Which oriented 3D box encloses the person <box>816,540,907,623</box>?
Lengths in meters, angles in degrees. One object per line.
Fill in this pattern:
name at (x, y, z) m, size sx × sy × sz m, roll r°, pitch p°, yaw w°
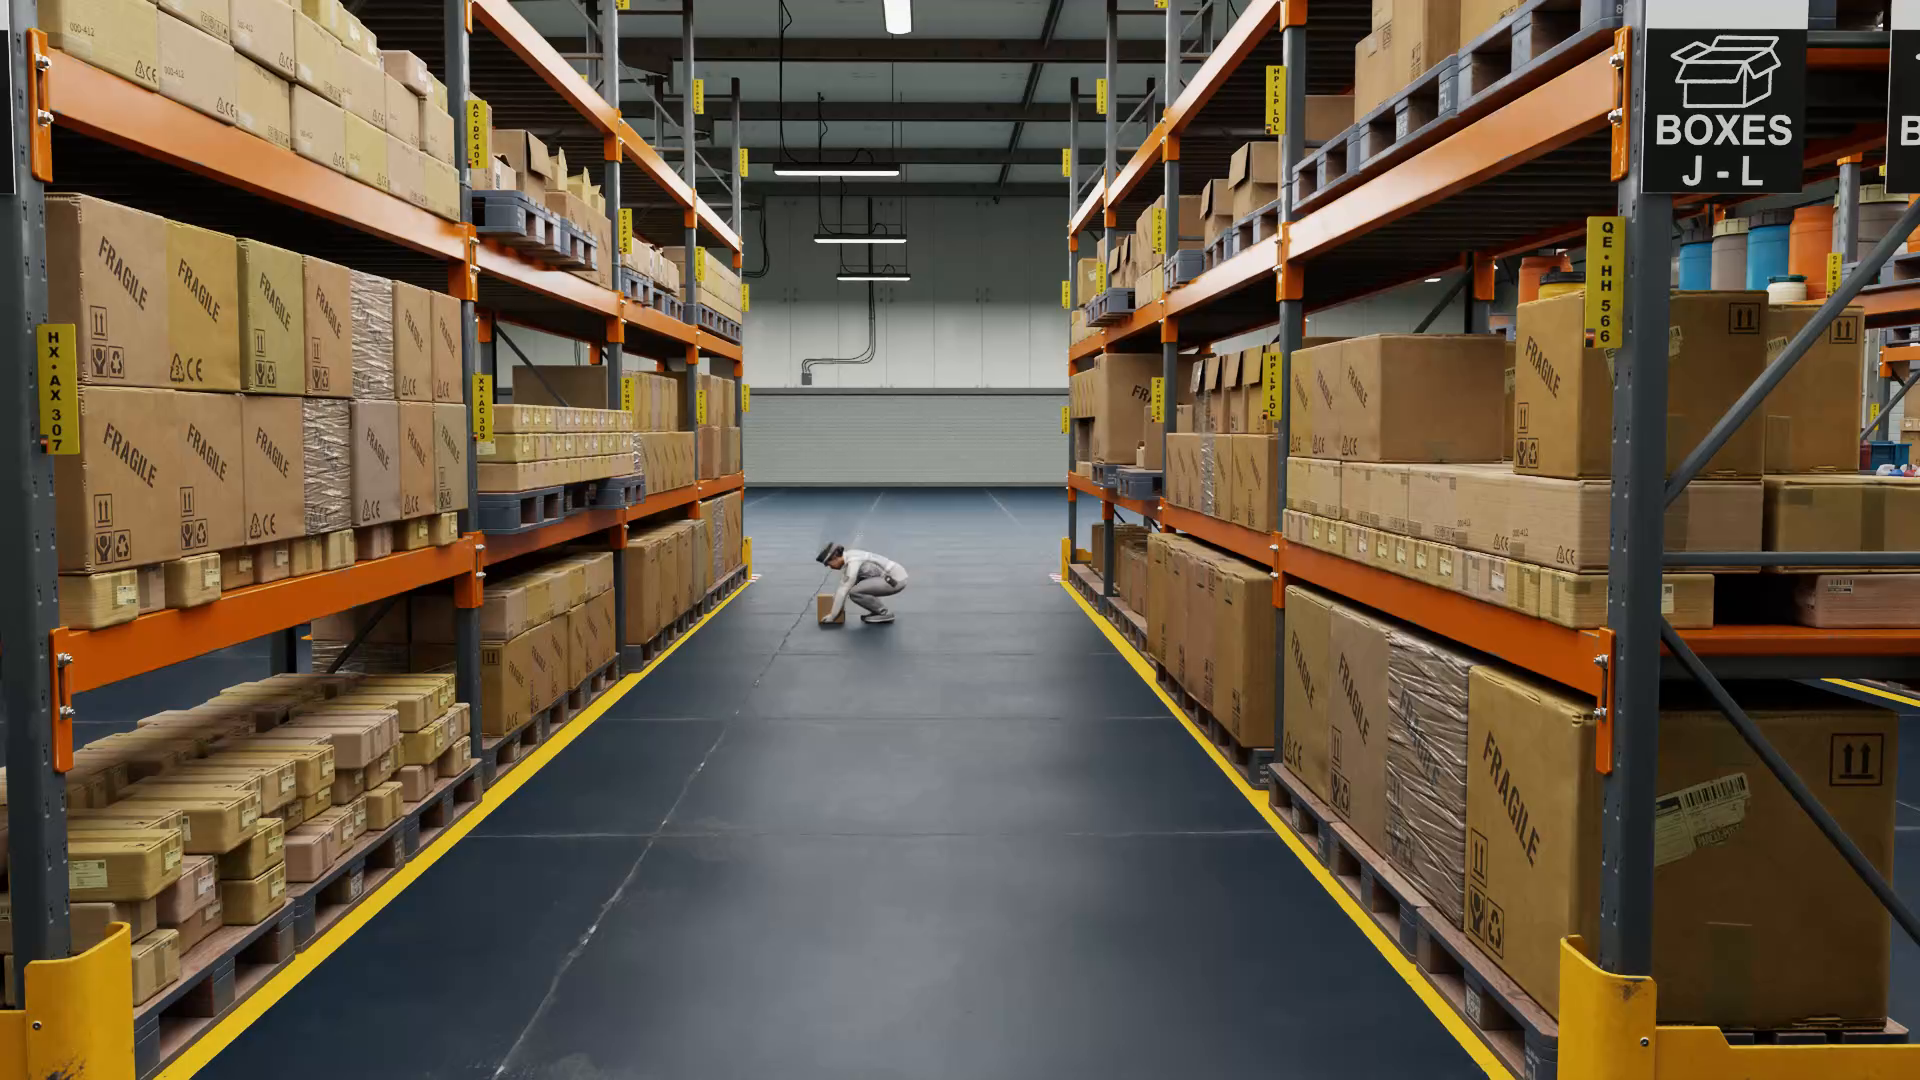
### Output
person at (-0.940, 0.419, 15.827) m, size 0.869 × 0.846 × 0.468 m, roll 0°, pitch 4°, yaw -2°
